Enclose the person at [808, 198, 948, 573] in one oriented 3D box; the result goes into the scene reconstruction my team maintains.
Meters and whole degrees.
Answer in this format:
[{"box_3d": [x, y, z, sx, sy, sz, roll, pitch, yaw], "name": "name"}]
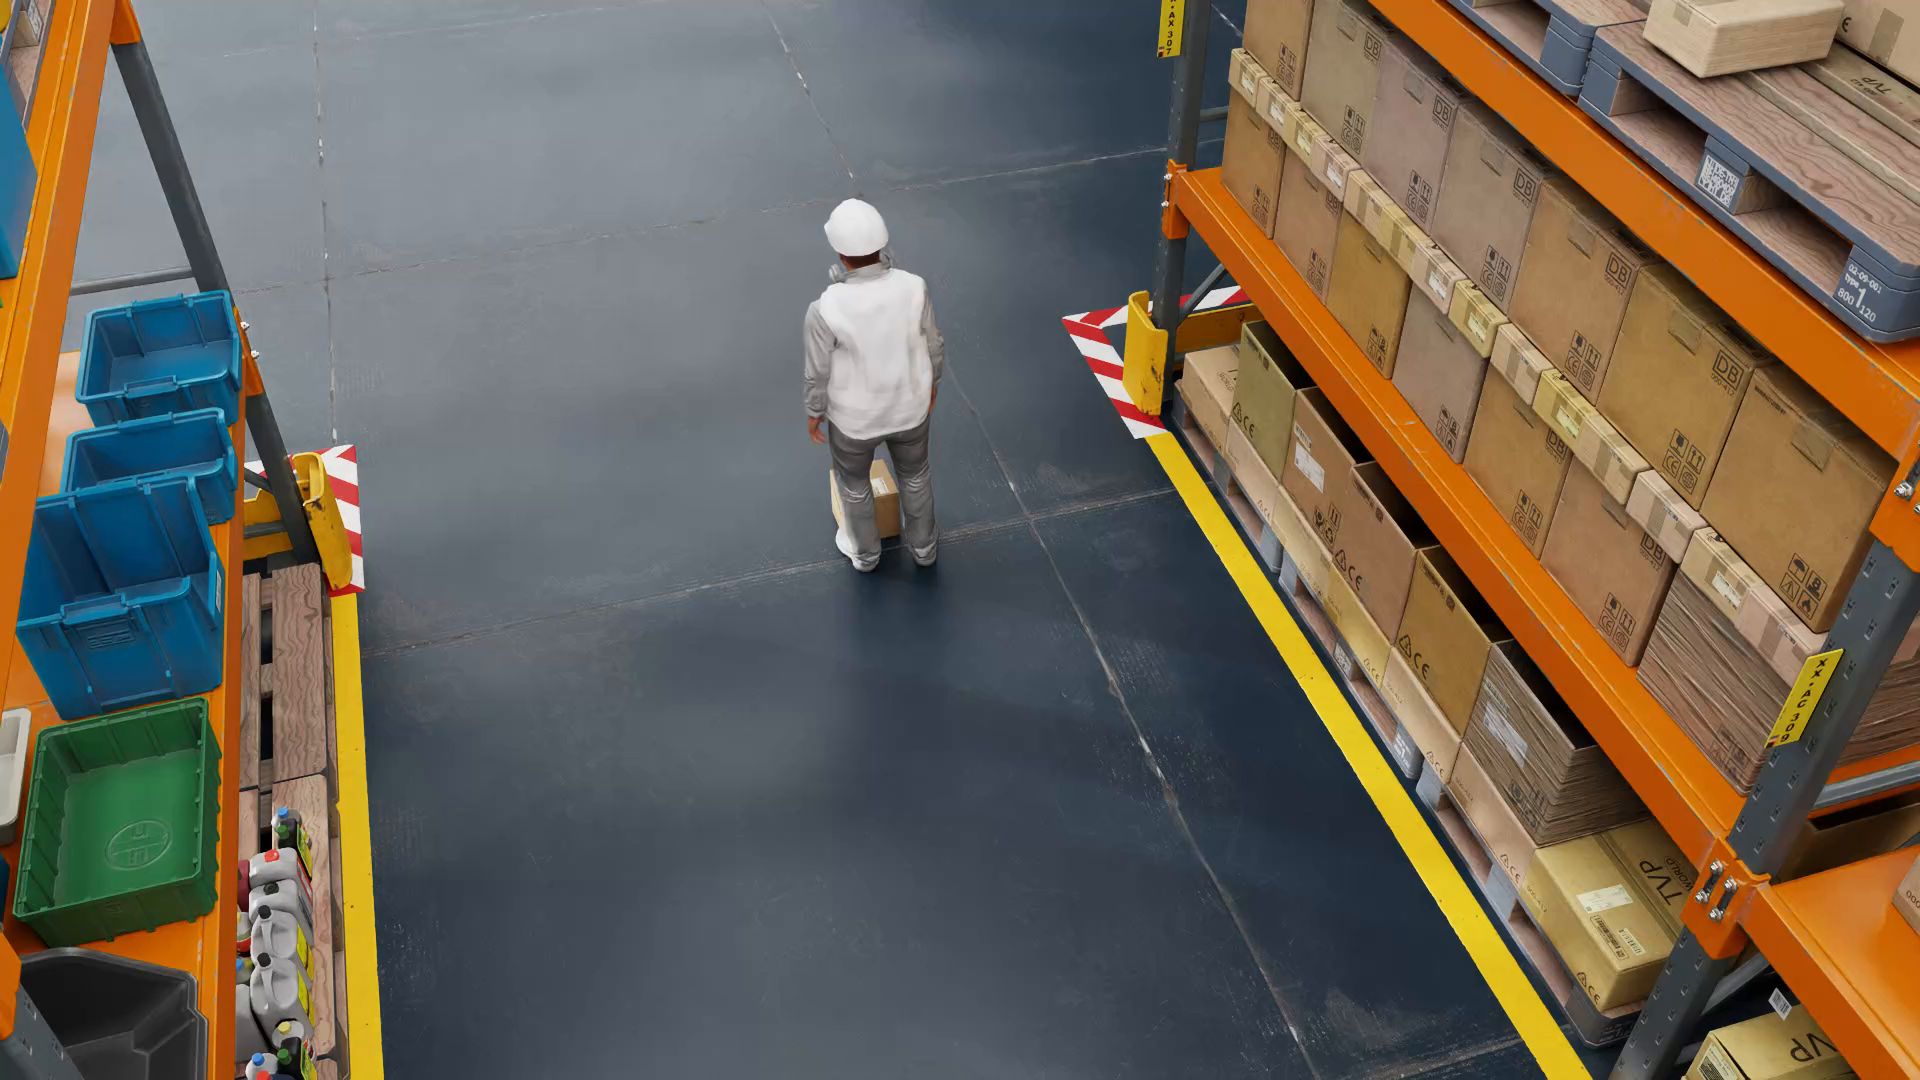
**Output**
[{"box_3d": [-0.335, -0.573, 6.778, 0.582, 1.770, 0.474, -14, 44, -15], "name": "person"}]
